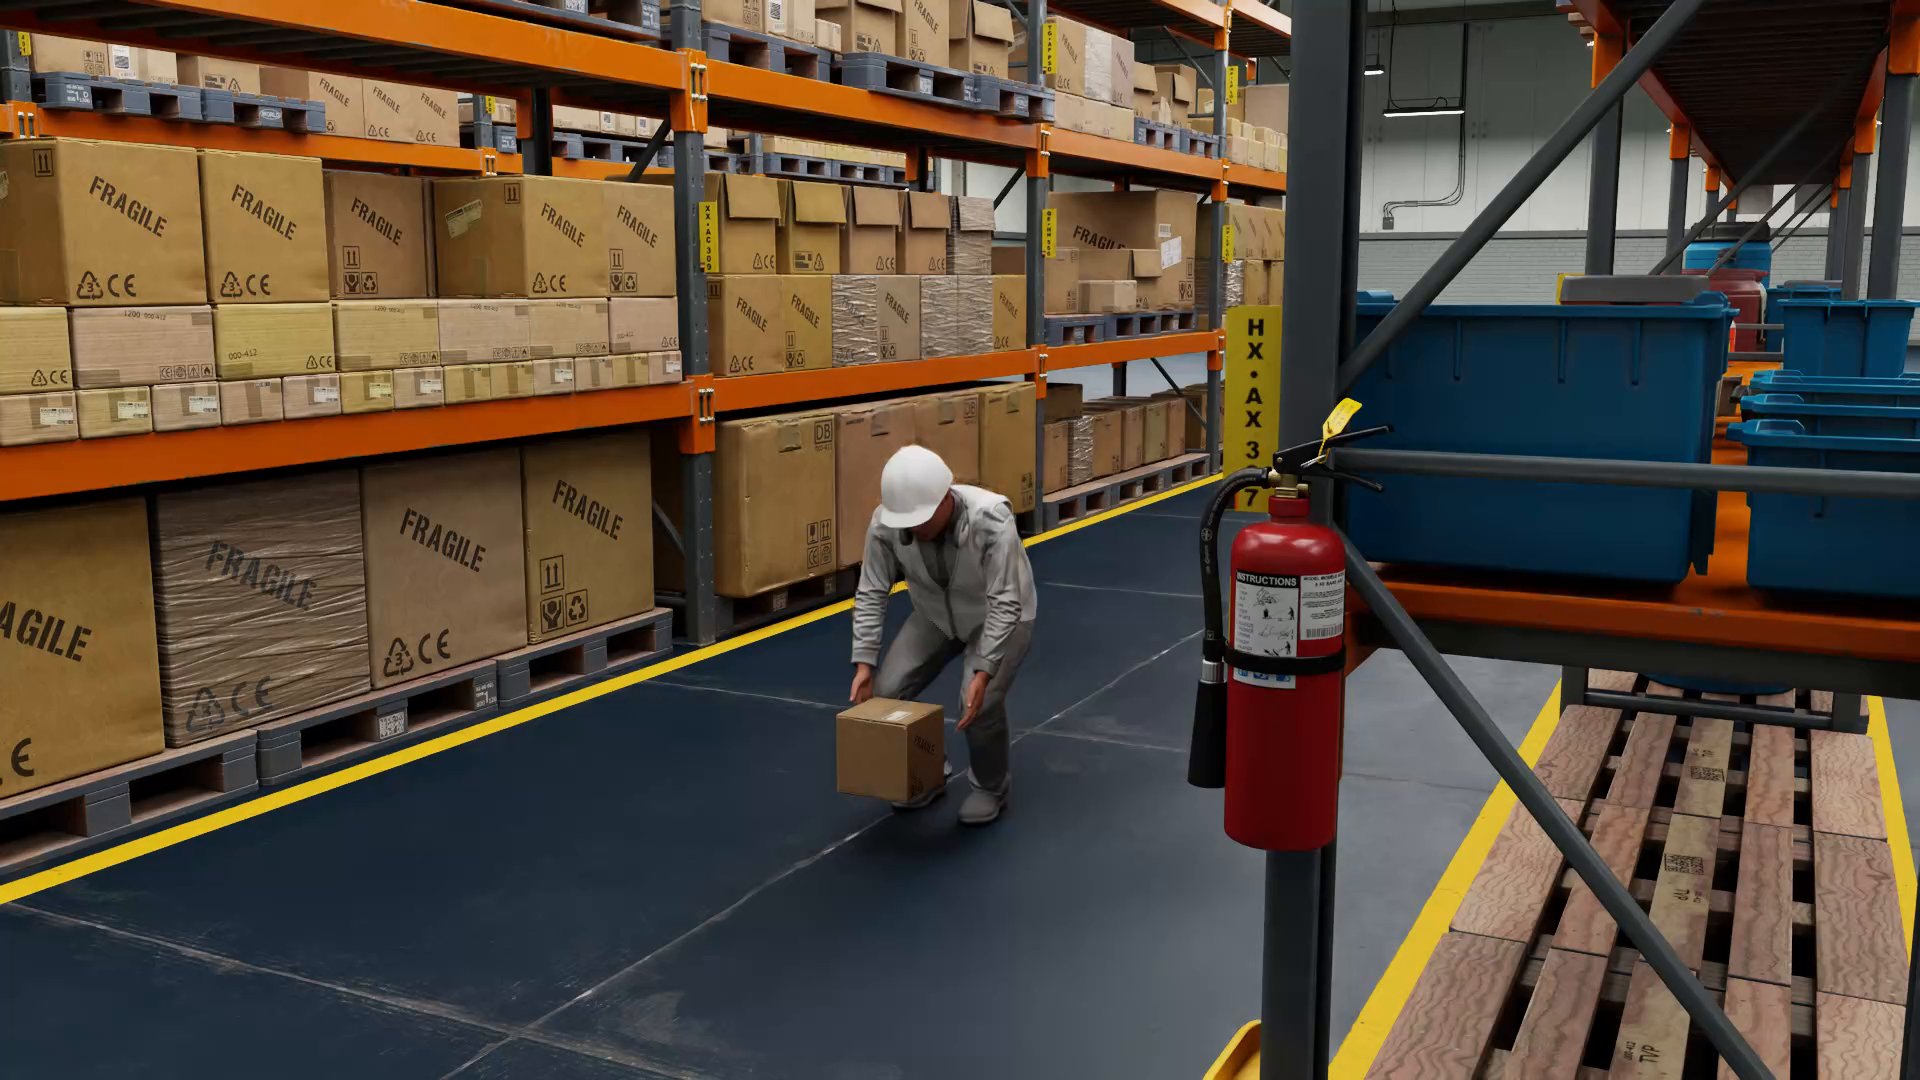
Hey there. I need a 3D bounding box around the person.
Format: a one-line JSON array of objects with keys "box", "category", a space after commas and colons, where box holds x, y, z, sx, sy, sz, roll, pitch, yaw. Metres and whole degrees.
[{"box": [-0.019, 0.297, 5.505, 0.583, 1.276, 0.829, 4, 10, 26], "category": "person"}]
